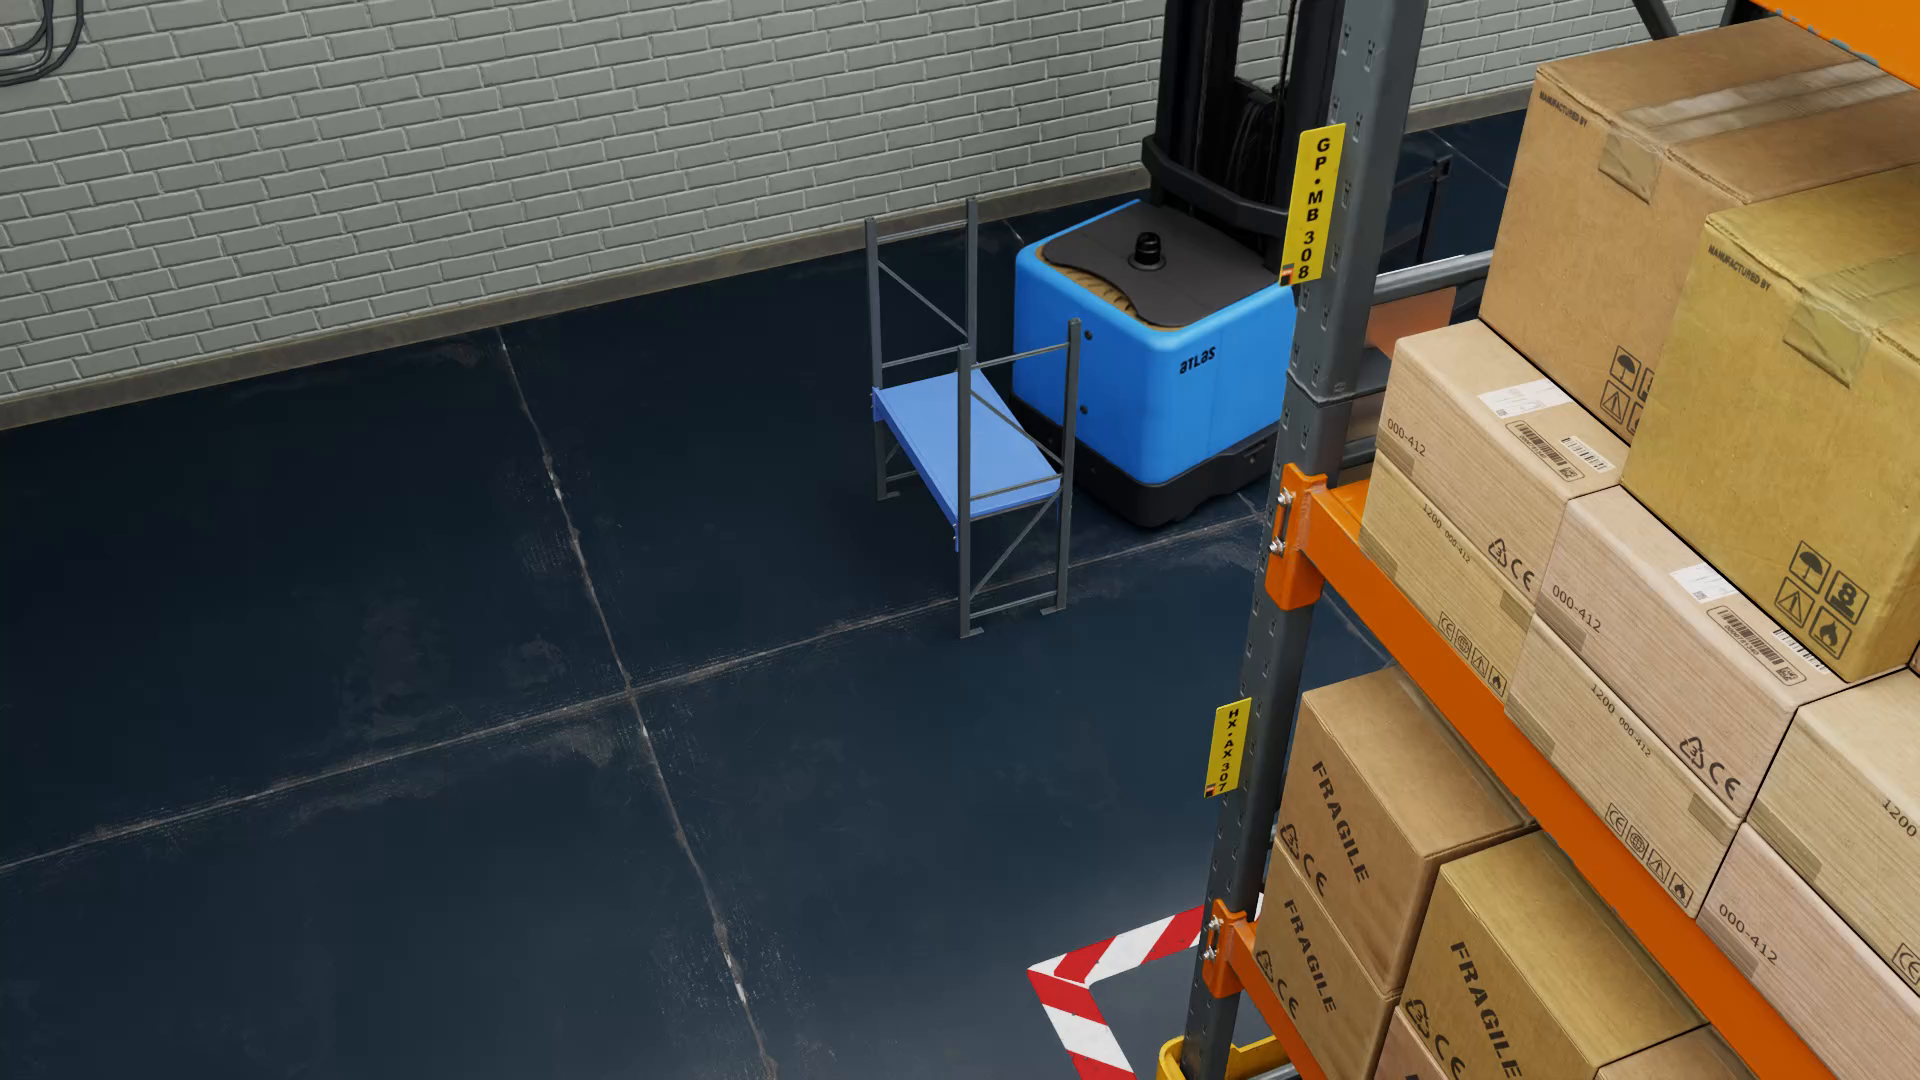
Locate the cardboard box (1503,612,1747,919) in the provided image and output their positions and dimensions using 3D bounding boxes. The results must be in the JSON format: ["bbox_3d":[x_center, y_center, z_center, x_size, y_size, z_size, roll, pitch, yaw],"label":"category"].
[{"bbox_3d":[1.305,0.305,2.828,0.500,0.250,0.500,-15,43,-17],"label":"cardboard box"}]

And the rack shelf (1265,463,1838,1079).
[{"bbox_3d":[1.929,1.048,2.400,1.077,0.370,4.000,-15,43,-17],"label":"rack shelf"}]

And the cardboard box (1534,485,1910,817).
[{"bbox_3d":[1.305,0.115,2.665,0.500,0.250,0.500,-15,43,-17],"label":"cardboard box"}]

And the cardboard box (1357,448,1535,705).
[{"bbox_3d":[1.126,0.001,3.182,0.500,0.250,0.500,-15,43,-17],"label":"cardboard box"}]

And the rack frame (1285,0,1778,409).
[{"bbox_3d":[1.164,-1.567,2.589,1.000,3.000,0.127,-15,43,-17],"label":"rack frame"}]

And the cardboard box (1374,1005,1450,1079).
[{"bbox_3d":[1.292,1.313,3.765,0.500,0.500,0.500,-16,43,-17],"label":"cardboard box"}]

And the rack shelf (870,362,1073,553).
[{"bbox_3d":[0.033,-0.381,7.237,0.538,0.185,1.000,-15,43,-17],"label":"rack shelf"}]

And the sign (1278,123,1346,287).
[{"bbox_3d":[0.663,-0.625,3.124,0.100,0.325,0.005,-15,43,-17],"label":"sign"}]

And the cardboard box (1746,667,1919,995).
[{"bbox_3d":[1.502,0.415,2.316,0.500,0.250,0.500,-15,43,-17],"label":"cardboard box"}]

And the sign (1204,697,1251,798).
[{"bbox_3d":[0.663,0.515,4.105,0.100,0.325,0.005,-15,43,-17],"label":"sign"}]

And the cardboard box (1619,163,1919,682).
[{"bbox_3d":[1.489,-0.219,2.478,0.700,0.500,0.500,-15,43,-17],"label":"cardboard box"}]

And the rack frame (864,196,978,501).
[{"bbox_3d":[-0.162,-0.824,7.476,0.500,1.500,0.032,-15,43,-17],"label":"rack frame"}]

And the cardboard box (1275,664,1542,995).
[{"bbox_3d":[1.090,0.624,3.799,0.500,0.500,0.500,-14,43,-16],"label":"cardboard box"}]

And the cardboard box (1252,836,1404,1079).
[{"bbox_3d":[1.090,1.003,4.125,0.500,0.500,0.500,-14,43,-16],"label":"cardboard box"}]

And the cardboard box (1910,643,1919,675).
[{"bbox_3d":[1.779,0.056,2.159,0.700,0.500,0.500,-15,43,-17],"label":"cardboard box"}]

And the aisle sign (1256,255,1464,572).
[{"bbox_3d":[0.867,-0.245,3.660,0.394,0.787,0.004,-15,43,-17],"label":"aisle sign"}]

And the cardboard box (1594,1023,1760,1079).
[{"bbox_3d":[1.484,1.240,3.083,0.500,0.500,0.500,-15,43,-16],"label":"cardboard box"}]

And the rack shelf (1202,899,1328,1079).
[{"bbox_3d":[1.929,2.186,3.378,1.077,0.370,4.000,-15,43,-17],"label":"rack shelf"}]

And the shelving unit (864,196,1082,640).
[{"bbox_3d":[0.033,-0.517,7.120,0.538,1.500,1.048,-15,43,-17],"label":"shelving unit"}]

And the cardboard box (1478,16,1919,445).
[{"bbox_3d":[1.376,-0.541,2.853,0.700,0.500,0.500,-15,43,-17],"label":"cardboard box"}]

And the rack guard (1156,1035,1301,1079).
[{"bbox_3d":[1.193,1.702,5.306,1.175,0.500,0.348,-15,43,-17],"label":"rack guard"}]

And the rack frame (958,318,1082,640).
[{"bbox_3d":[0.227,-0.211,6.764,0.500,1.500,0.032,-15,43,-17],"label":"rack frame"}]

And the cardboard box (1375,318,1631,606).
[{"bbox_3d":[1.120,-0.187,3.017,0.500,0.250,0.500,-15,43,-17],"label":"cardboard box"}]

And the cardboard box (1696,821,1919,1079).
[{"bbox_3d":[1.498,0.606,2.478,0.500,0.250,0.500,-15,43,-17],"label":"cardboard box"}]

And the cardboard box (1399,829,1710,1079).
[{"bbox_3d":[1.297,0.937,3.435,0.500,0.500,0.500,-15,43,-16],"label":"cardboard box"}]

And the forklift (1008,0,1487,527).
[{"bbox_3d":[1.701,-1.975,7.717,3.031,2.935,1.130,-28,48,-28],"label":"forklift"}]

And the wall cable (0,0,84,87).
[{"bbox_3d":[-5.245,-2.647,6.227,3.097,2.526,0.112,-15,43,-17],"label":"wall cable"}]

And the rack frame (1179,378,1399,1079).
[{"bbox_3d":[1.164,0.708,4.545,1.000,3.000,0.127,-15,43,-17],"label":"rack frame"}]
